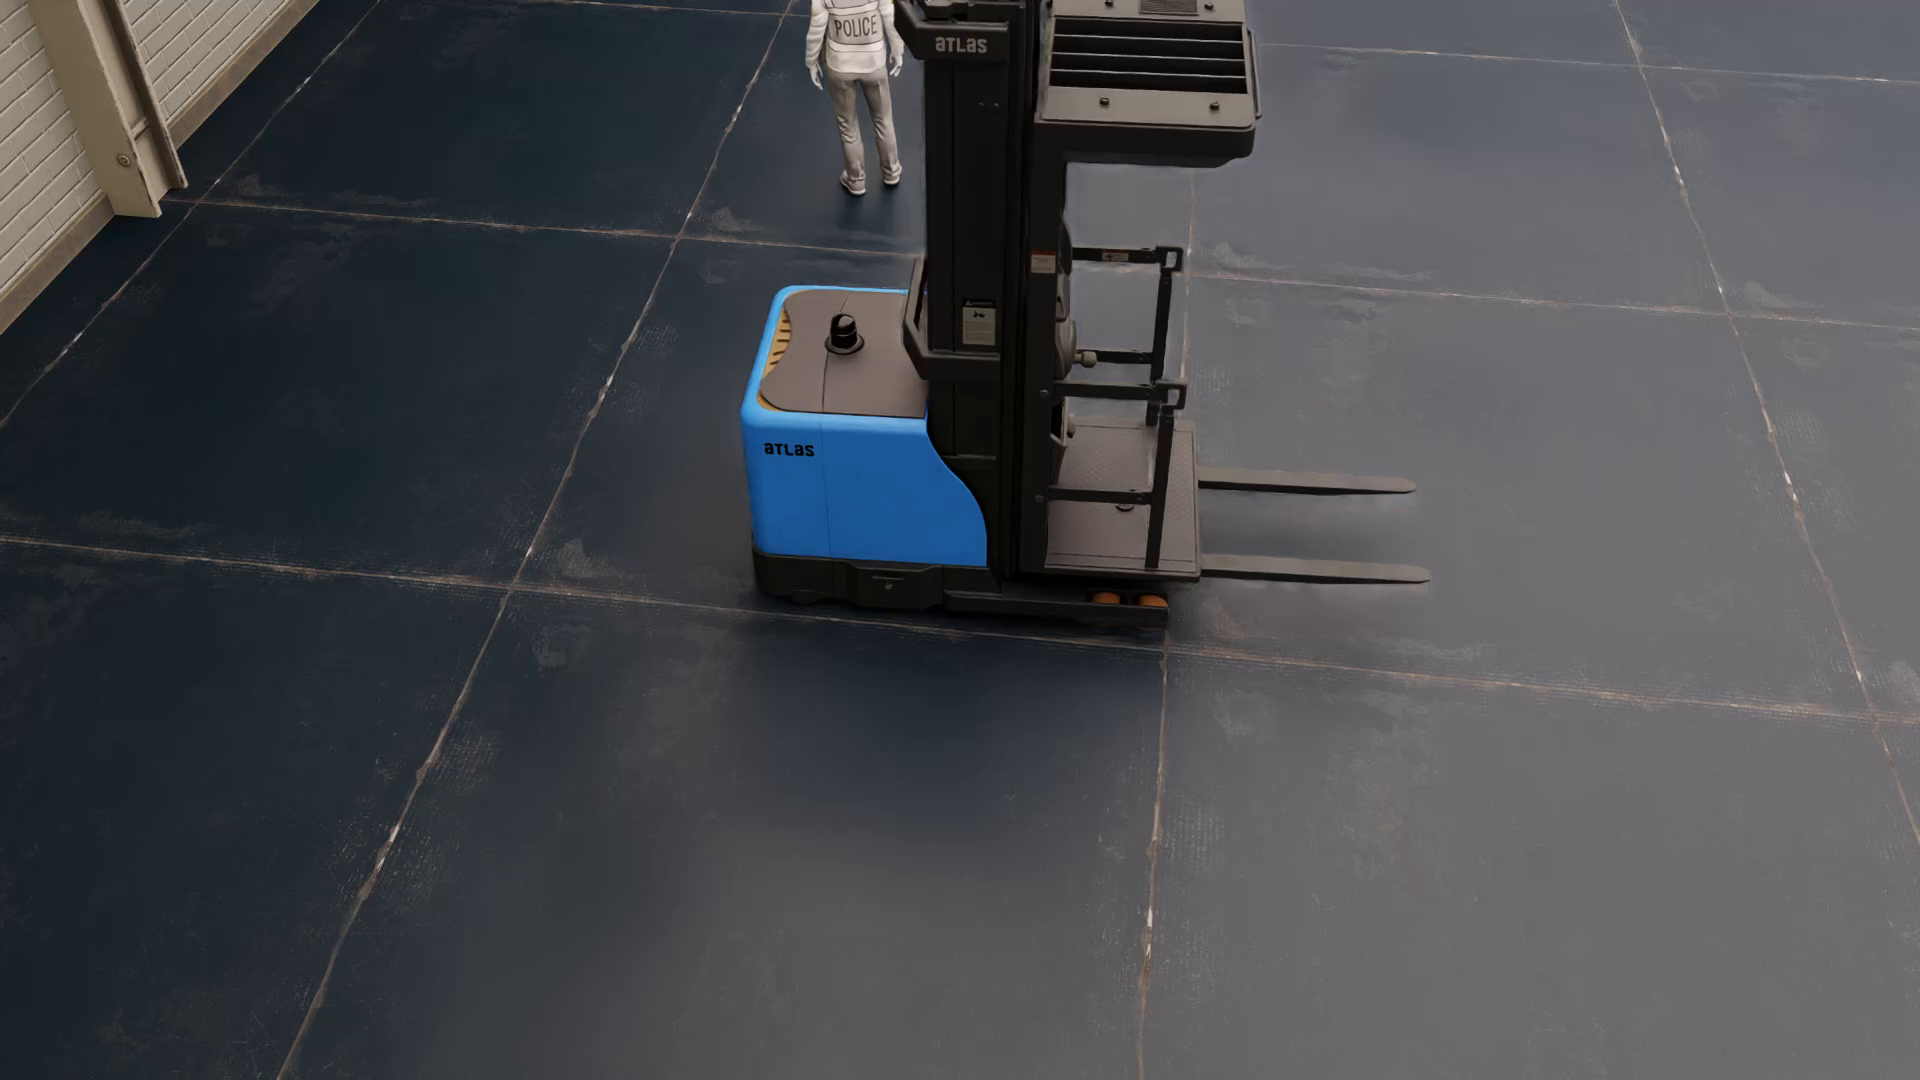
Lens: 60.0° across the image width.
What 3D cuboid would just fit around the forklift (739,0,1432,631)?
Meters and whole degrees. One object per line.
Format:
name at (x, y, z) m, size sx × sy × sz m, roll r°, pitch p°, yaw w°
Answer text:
forklift at (0.611, -1.050, 6.867) m, size 3.031 × 2.935 × 1.130 m, roll 3°, pitch 43°, yaw 4°

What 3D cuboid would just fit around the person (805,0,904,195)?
person at (-0.615, -2.795, 9.678) m, size 0.575 × 1.701 × 0.514 m, roll -6°, pitch 43°, yaw -7°
